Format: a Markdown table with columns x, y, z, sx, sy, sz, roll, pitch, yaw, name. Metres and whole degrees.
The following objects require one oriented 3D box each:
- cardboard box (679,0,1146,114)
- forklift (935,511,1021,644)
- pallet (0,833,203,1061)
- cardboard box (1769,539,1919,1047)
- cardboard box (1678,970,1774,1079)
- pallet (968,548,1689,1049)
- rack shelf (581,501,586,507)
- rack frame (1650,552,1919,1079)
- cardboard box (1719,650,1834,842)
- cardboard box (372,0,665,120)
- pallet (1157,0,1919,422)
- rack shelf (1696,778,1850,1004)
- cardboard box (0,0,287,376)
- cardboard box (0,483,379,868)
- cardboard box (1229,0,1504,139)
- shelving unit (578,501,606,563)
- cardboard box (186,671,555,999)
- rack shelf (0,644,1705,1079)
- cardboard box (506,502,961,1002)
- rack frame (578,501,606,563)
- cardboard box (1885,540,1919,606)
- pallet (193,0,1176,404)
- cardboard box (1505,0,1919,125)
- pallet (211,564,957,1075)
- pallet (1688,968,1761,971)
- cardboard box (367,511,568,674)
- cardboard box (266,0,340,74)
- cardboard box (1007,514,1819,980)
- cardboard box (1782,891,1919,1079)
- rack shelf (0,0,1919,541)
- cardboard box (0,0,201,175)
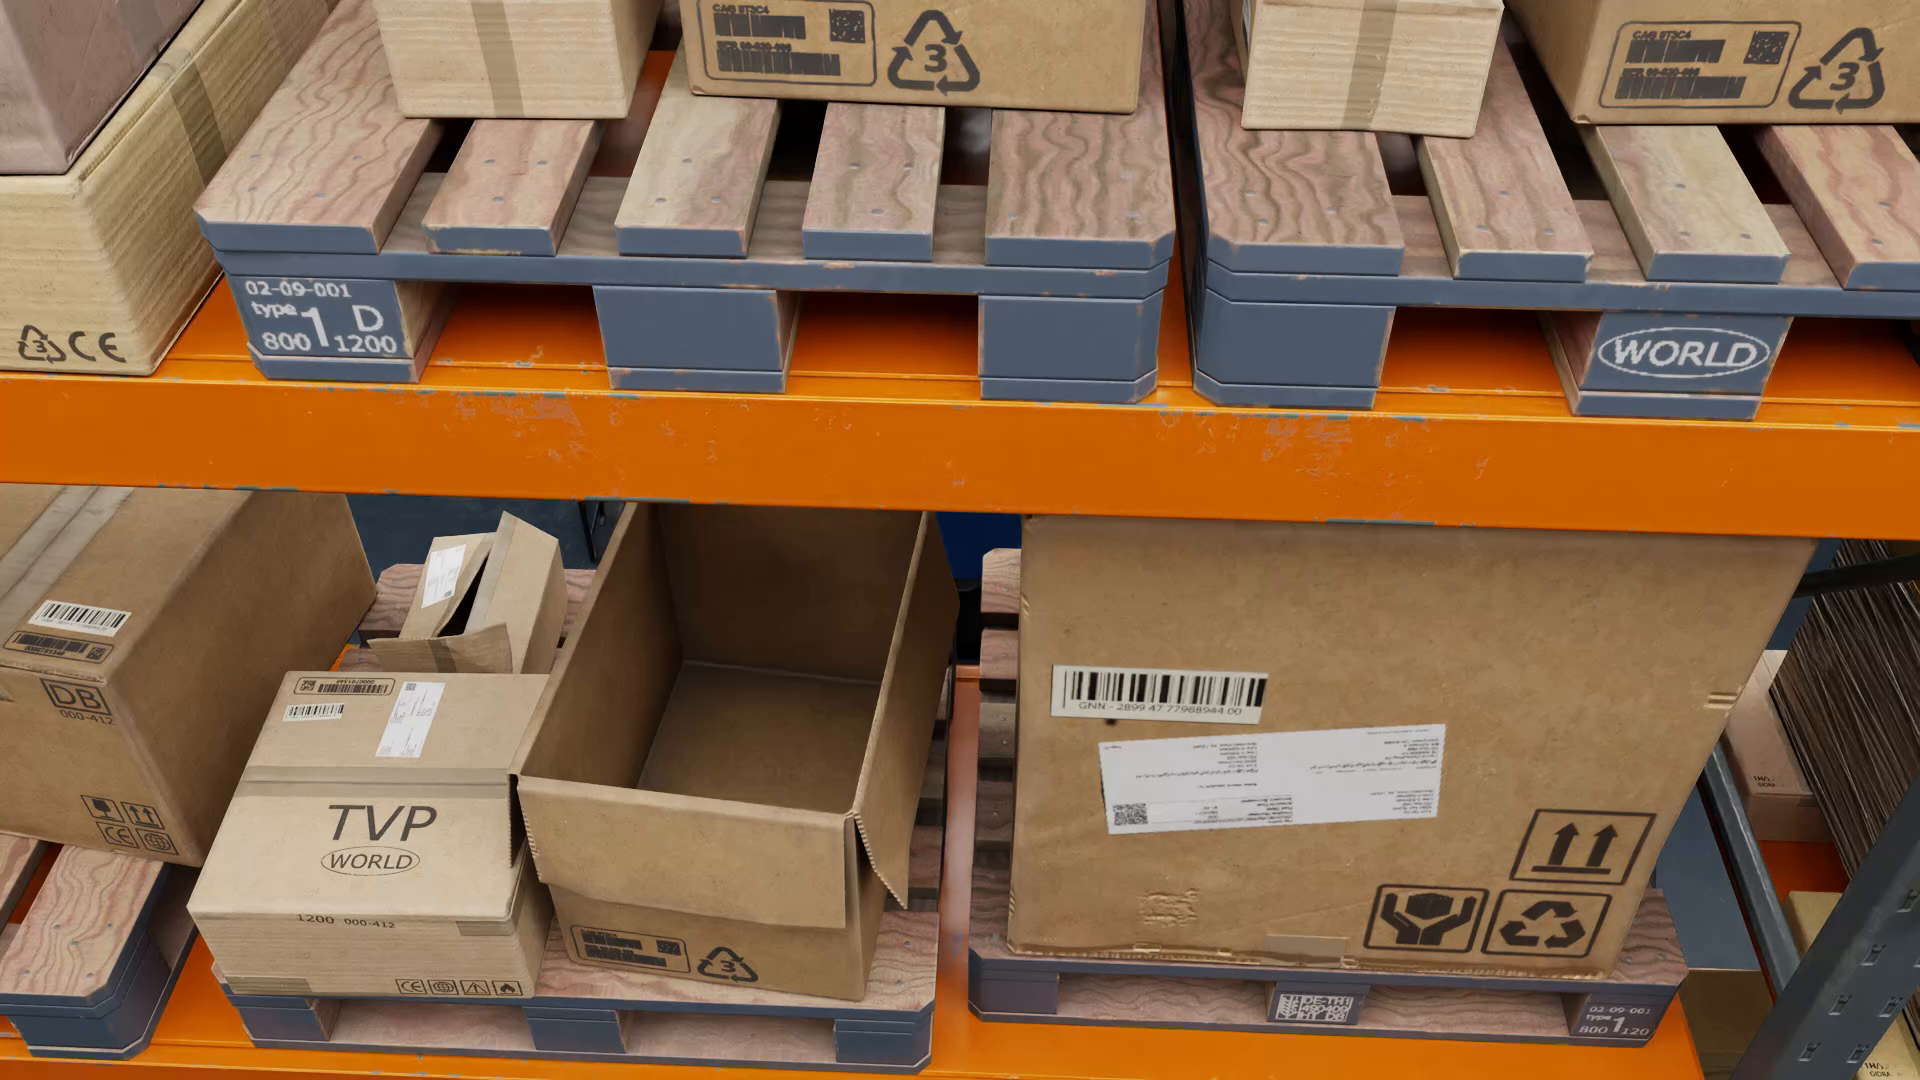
| x | y | z | sx | sy | sz | roll | pitch | yaw | name |
| --- | --- | --- | --- | --- | --- | --- | --- | --- | --- |
| -0.016 | -0.895 | 1.926 | 0.637 | 0.503 | 0.797 | 3 | 43 | 4 | cardboard box |
| 0.767 | -1.072 | 4.750 | 3.031 | 2.935 | 1.130 | 0 | 43 | 0 | forklift |
| -1.889 | 0.401 | 3.260 | 1.003 | 0.211 | 1.213 | 2 | 43 | 2 | pallet |
| 1.837 | 0.414 | 2.813 | 0.500 | 0.500 | 0.875 | 2 | 43 | 2 | cardboard box |
| 1.788 | 1.304 | 3.675 | 0.500 | 0.500 | 0.500 | 1 | 43 | 1 | cardboard box |
| 0.633 | 0.452 | 3.205 | 1.213 | 0.211 | 1.003 | 2 | 43 | 2 | pallet |
| -1.007 | -0.247 | 5.525 | 0.480 | 0.148 | 0.258 | 0 | 43 | 0 | rack shelf |
| 1.390 | 0.504 | 3.008 | 0.127 | 3.000 | 1.000 | 2 | 43 | 2 | rack frame |
| 1.618 | 0.402 | 3.302 | 0.250 | 0.149 | 0.380 | 2 | 43 | 2 | cardboard box |
| -0.487 | -0.651 | 1.911 | 0.250 | 0.166 | 0.380 | 1 | 43 | 1 | cardboard box |
| 0.778 | -0.616 | 2.148 | 1.003 | 0.211 | 1.213 | 2 | 43 | 2 | pallet |
| 3.388 | 0.829 | 3.188 | 4.000 | 0.370 | 1.077 | 2 | 43 | 2 | rack shelf |
| -1.121 | -0.448 | 1.940 | 0.500 | 0.250 | 0.500 | 3 | 43 | 3 | cardboard box |
| -1.502 | 0.129 | 3.029 | 0.500 | 0.500 | 0.700 | 8 | 44 | 8 | cardboard box |
| 0.447 | -0.659 | 1.846 | 0.258 | 0.266 | 0.396 | 3 | 43 | 3 | cardboard box |
| -1.007 | -0.442 | 5.344 | 0.503 | 1.200 | 0.258 | 0 | 43 | 0 | shelving unit |
| -0.942 | 0.490 | 2.825 | 0.500 | 0.250 | 0.500 | 1 | 43 | 1 | cardboard box |
| -0.608 | 0.706 | 3.319 | 4.000 | 0.370 | 1.077 | 2 | 43 | 2 | rack shelf |
| -0.346 | 0.322 | 2.820 | 0.637 | 0.503 | 0.797 | 6 | 43 | 6 | cardboard box |
| -1.251 | -0.442 | 5.344 | 0.015 | 1.200 | 0.240 | 0 | 43 | 0 | rack frame |
| 1.852 | -0.181 | 2.718 | 0.500 | 0.500 | 0.500 | 2 | 43 | 2 | cardboard box |
| -0.258 | -0.646 | 2.180 | 1.003 | 0.211 | 1.213 | 2 | 43 | 2 | pallet |
| 0.925 | -0.867 | 1.895 | 0.637 | 0.503 | 0.797 | 0 | 43 | 0 | cardboard box |
| -0.626 | 0.484 | 3.170 | 1.213 | 0.211 | 1.003 | 2 | 43 | 2 | pallet |
| 2.063 | 1.521 | 3.963 | 1.213 | 0.211 | 1.003 | 2 | 43 | 2 | pallet |
| -0.928 | 0.144 | 3.185 | 0.258 | 0.266 | 0.396 | 1 | 43 | 1 | cardboard box |
| -1.122 | -0.791 | 2.307 | 0.500 | 0.250 | 0.500 | 3 | 43 | 3 | cardboard box |
| 0.603 | 0.011 | 2.789 | 1.000 | 1.000 | 1.000 | 2 | 43 | 2 | cardboard box |
| 1.591 | 0.807 | 2.867 | 0.250 | 0.149 | 0.380 | 2 | 43 | 2 | cardboard box |
| -0.608 | -0.392 | 2.297 | 4.000 | 0.370 | 1.077 | 2 | 43 | 2 | rack shelf |
| -1.138 | -0.718 | 1.679 | 0.500 | 0.500 | 0.500 | 1 | 43 | 1 | cardboard box |
